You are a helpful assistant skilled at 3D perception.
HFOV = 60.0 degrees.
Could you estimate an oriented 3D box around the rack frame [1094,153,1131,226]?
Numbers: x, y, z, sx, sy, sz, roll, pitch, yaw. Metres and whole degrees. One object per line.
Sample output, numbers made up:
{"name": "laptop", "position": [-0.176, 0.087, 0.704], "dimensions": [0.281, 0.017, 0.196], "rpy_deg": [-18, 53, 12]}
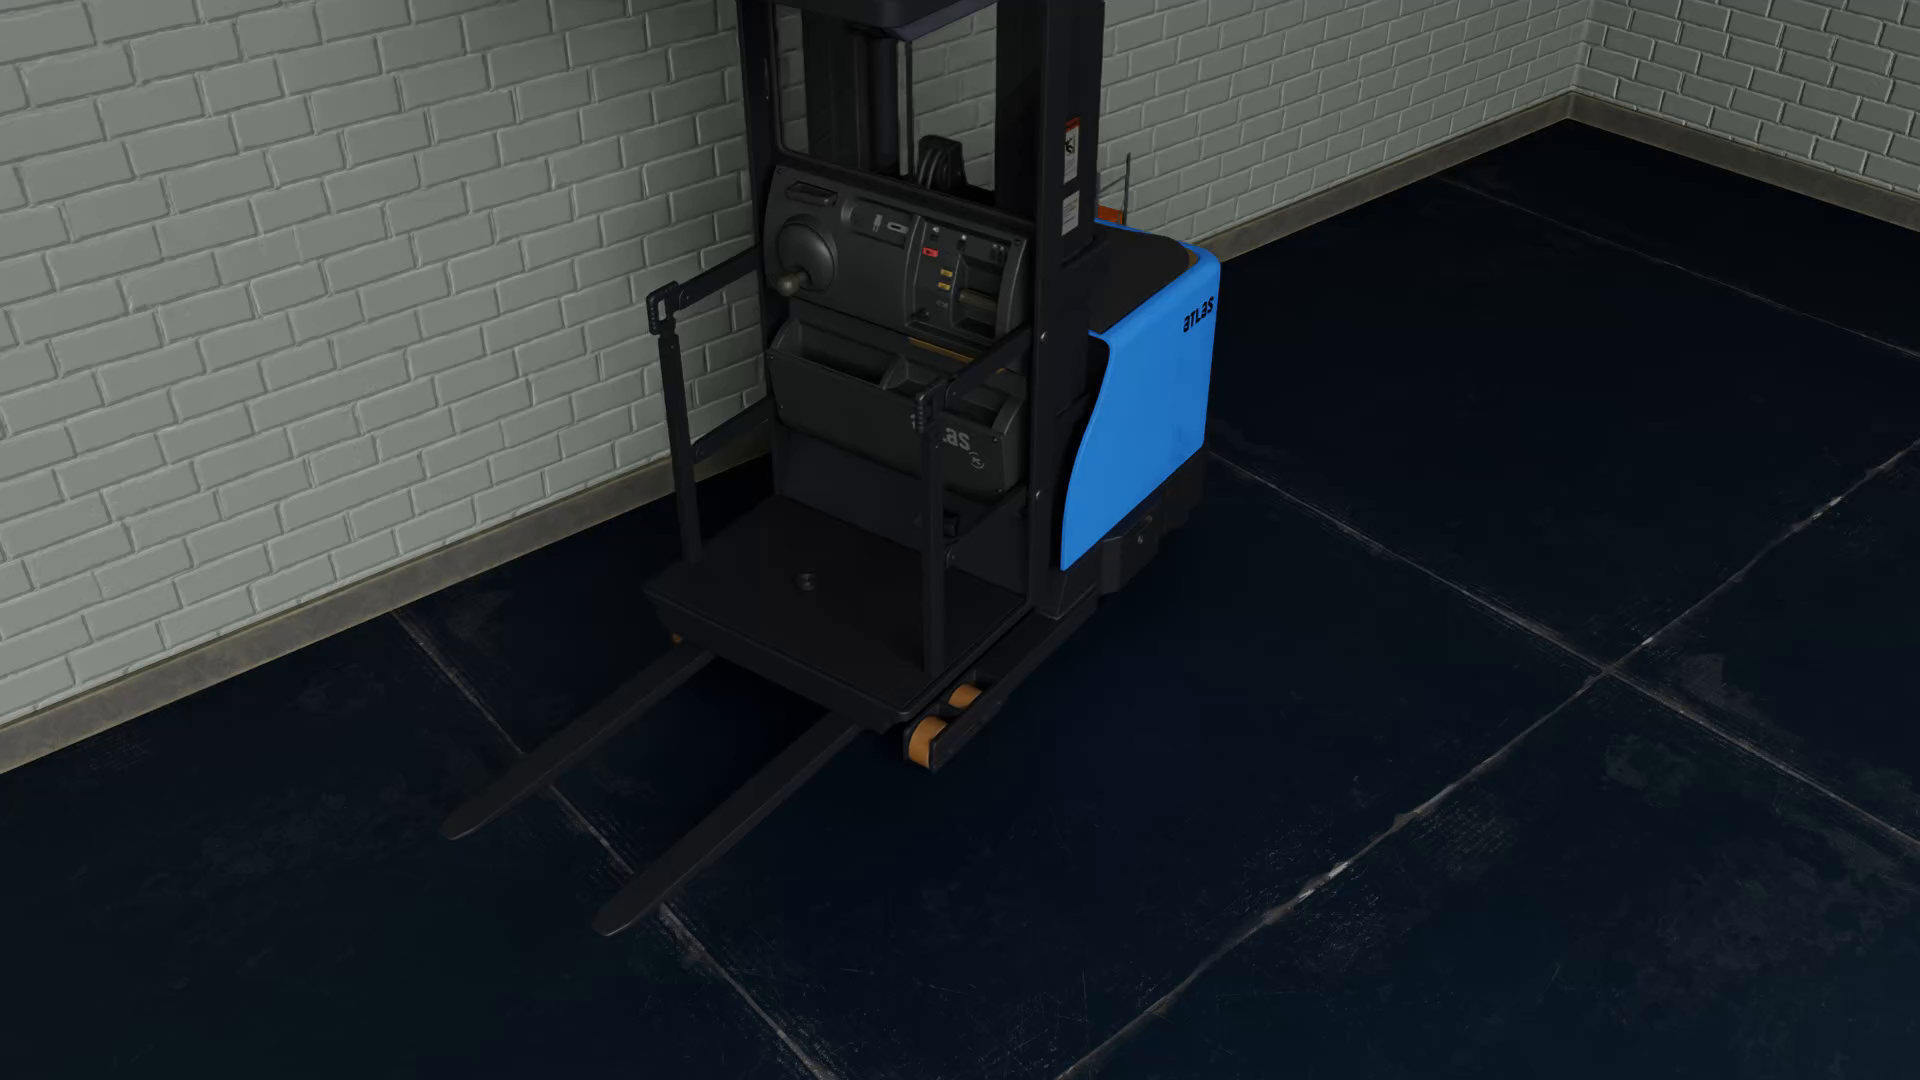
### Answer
{"name": "rack frame", "position": [0.566, -0.900, 6.481], "dimensions": [0.006, 1.200, 0.240], "rpy_deg": [22, 40, 28]}

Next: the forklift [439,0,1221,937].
{"name": "forklift", "position": [-0.330, -0.793, 4.834], "dimensions": [1.130, 2.935, 3.031], "rpy_deg": [22, 41, 28]}

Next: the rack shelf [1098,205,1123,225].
{"name": "rack shelf", "position": [0.492, -1.189, 6.343], "dimensions": [0.180, 0.103, 0.258], "rpy_deg": [22, 40, 28]}

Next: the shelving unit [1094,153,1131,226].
{"name": "shelving unit", "position": [0.491, -0.931, 6.524], "dimensions": [0.189, 1.200, 0.258], "rpy_deg": [22, 40, 28]}
